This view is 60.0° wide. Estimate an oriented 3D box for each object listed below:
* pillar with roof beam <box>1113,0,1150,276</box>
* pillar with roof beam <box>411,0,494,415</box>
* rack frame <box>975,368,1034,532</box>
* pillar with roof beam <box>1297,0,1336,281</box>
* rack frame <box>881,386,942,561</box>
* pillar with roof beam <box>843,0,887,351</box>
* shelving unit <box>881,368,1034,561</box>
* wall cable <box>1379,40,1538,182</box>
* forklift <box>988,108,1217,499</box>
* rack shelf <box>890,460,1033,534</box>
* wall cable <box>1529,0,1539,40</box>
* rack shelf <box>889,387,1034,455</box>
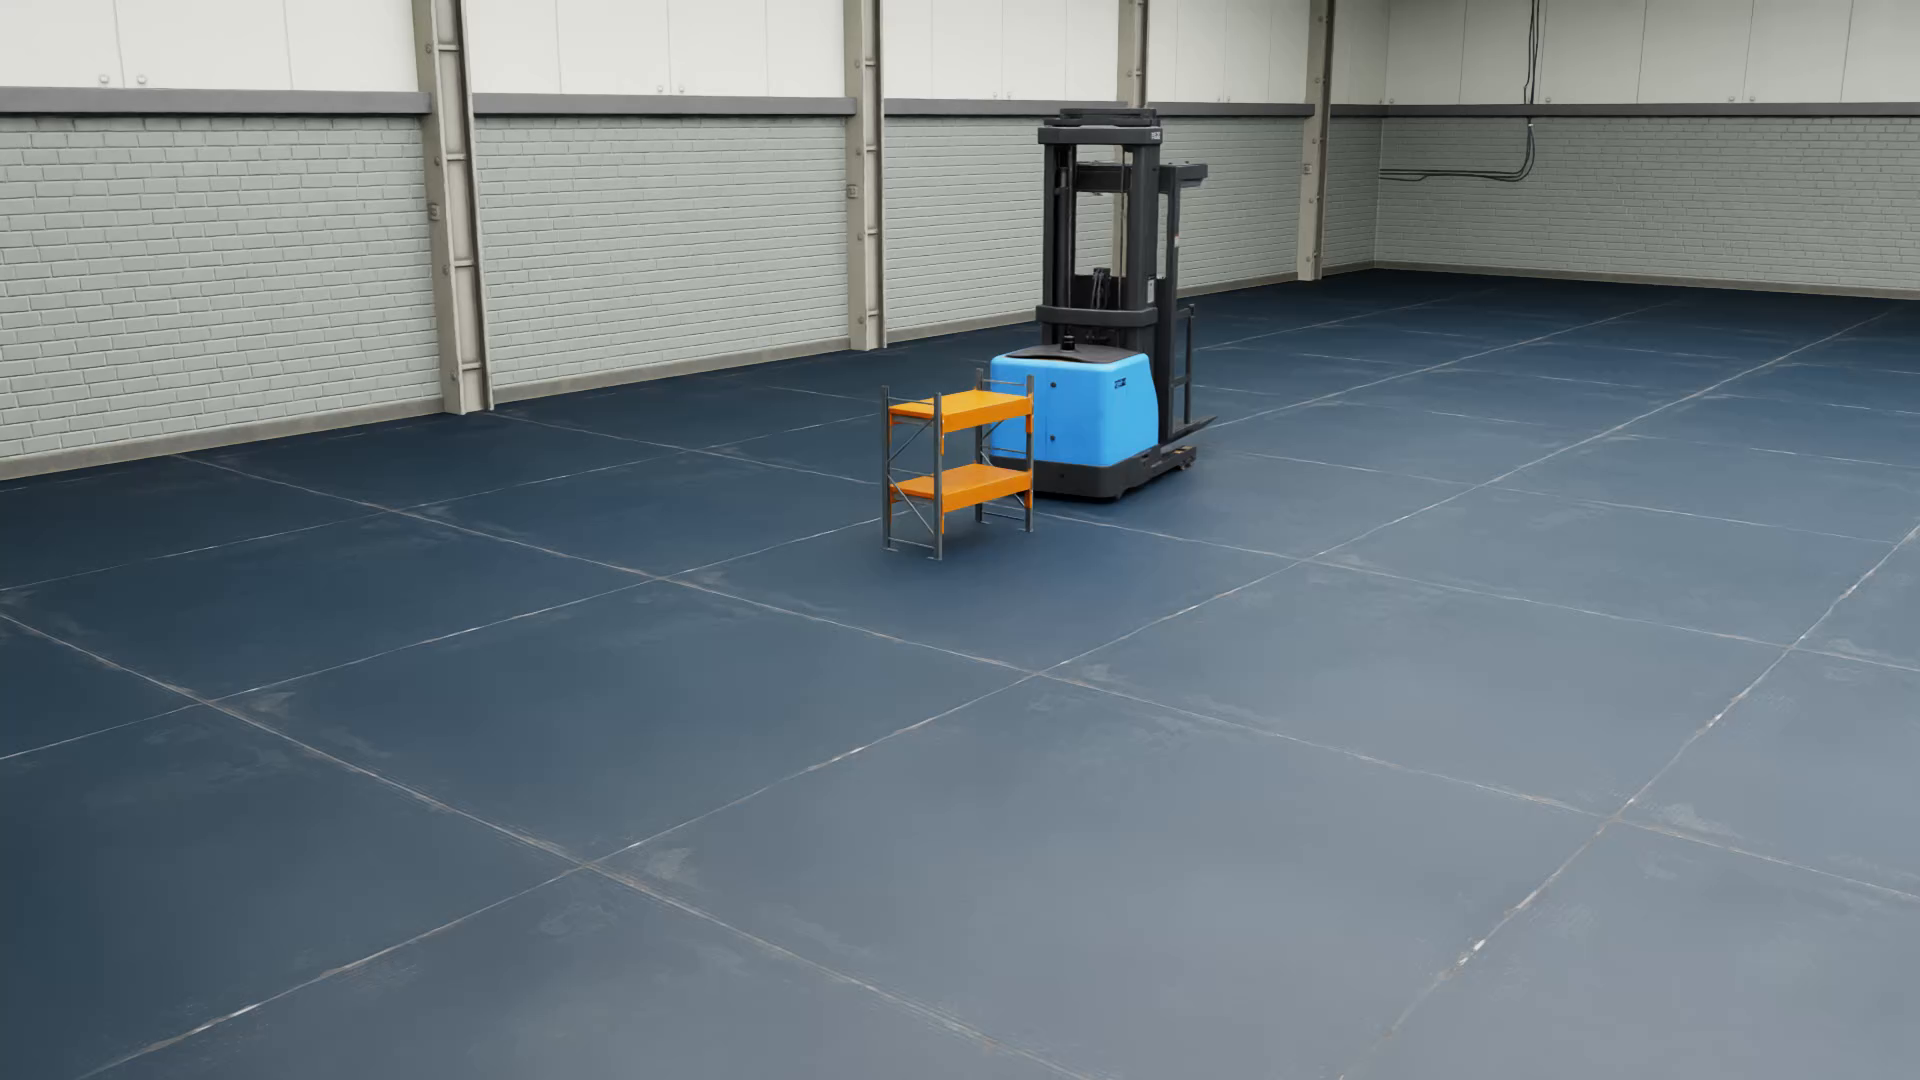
[{"bbox_3d":[5.939,-7.298,22.075,9.100,9.000,0.400,11,18,38],"label":"pillar with roof beam"},{"bbox_3d":[-1.603,-5.000,13.029,9.100,9.000,0.400,11,18,38],"label":"pillar with roof beam"},{"bbox_3d":[0.315,-0.641,11.863,0.500,1.125,0.032,11,18,38],"label":"rack frame"},{"bbox_3d":[9.710,-8.447,26.598,9.100,9.000,0.400,11,18,38],"label":"pillar with roof beam"},{"bbox_3d":[-0.324,-0.447,11.096,0.500,1.125,0.032,11,18,38],"label":"rack frame"},{"bbox_3d":[2.168,-6.149,17.552,9.100,9.000,0.400,11,18,38],"label":"pillar with roof beam"},{"bbox_3d":[-0.004,-0.544,11.479,0.538,1.125,1.048,11,18,38],"label":"shelving unit"},{"bbox_3d":[9.242,-7.968,31.018,3.097,2.526,0.112,11,18,38],"label":"wall cable"},{"bbox_3d":[1.353,-2.051,13.745,1.130,2.935,3.031,7,16,27],"label":"forklift"},{"bbox_3d":[-0.004,-0.307,11.540,0.538,0.278,1.000,11,18,38],"label":"rack shelf"},{"bbox_3d":[11.346,-9.997,28.749,3.097,2.526,0.112,11,18,38],"label":"wall cable"},{"bbox_3d":[-0.004,-0.828,11.407,0.538,0.278,1.000,11,18,38],"label":"rack shelf"}]
